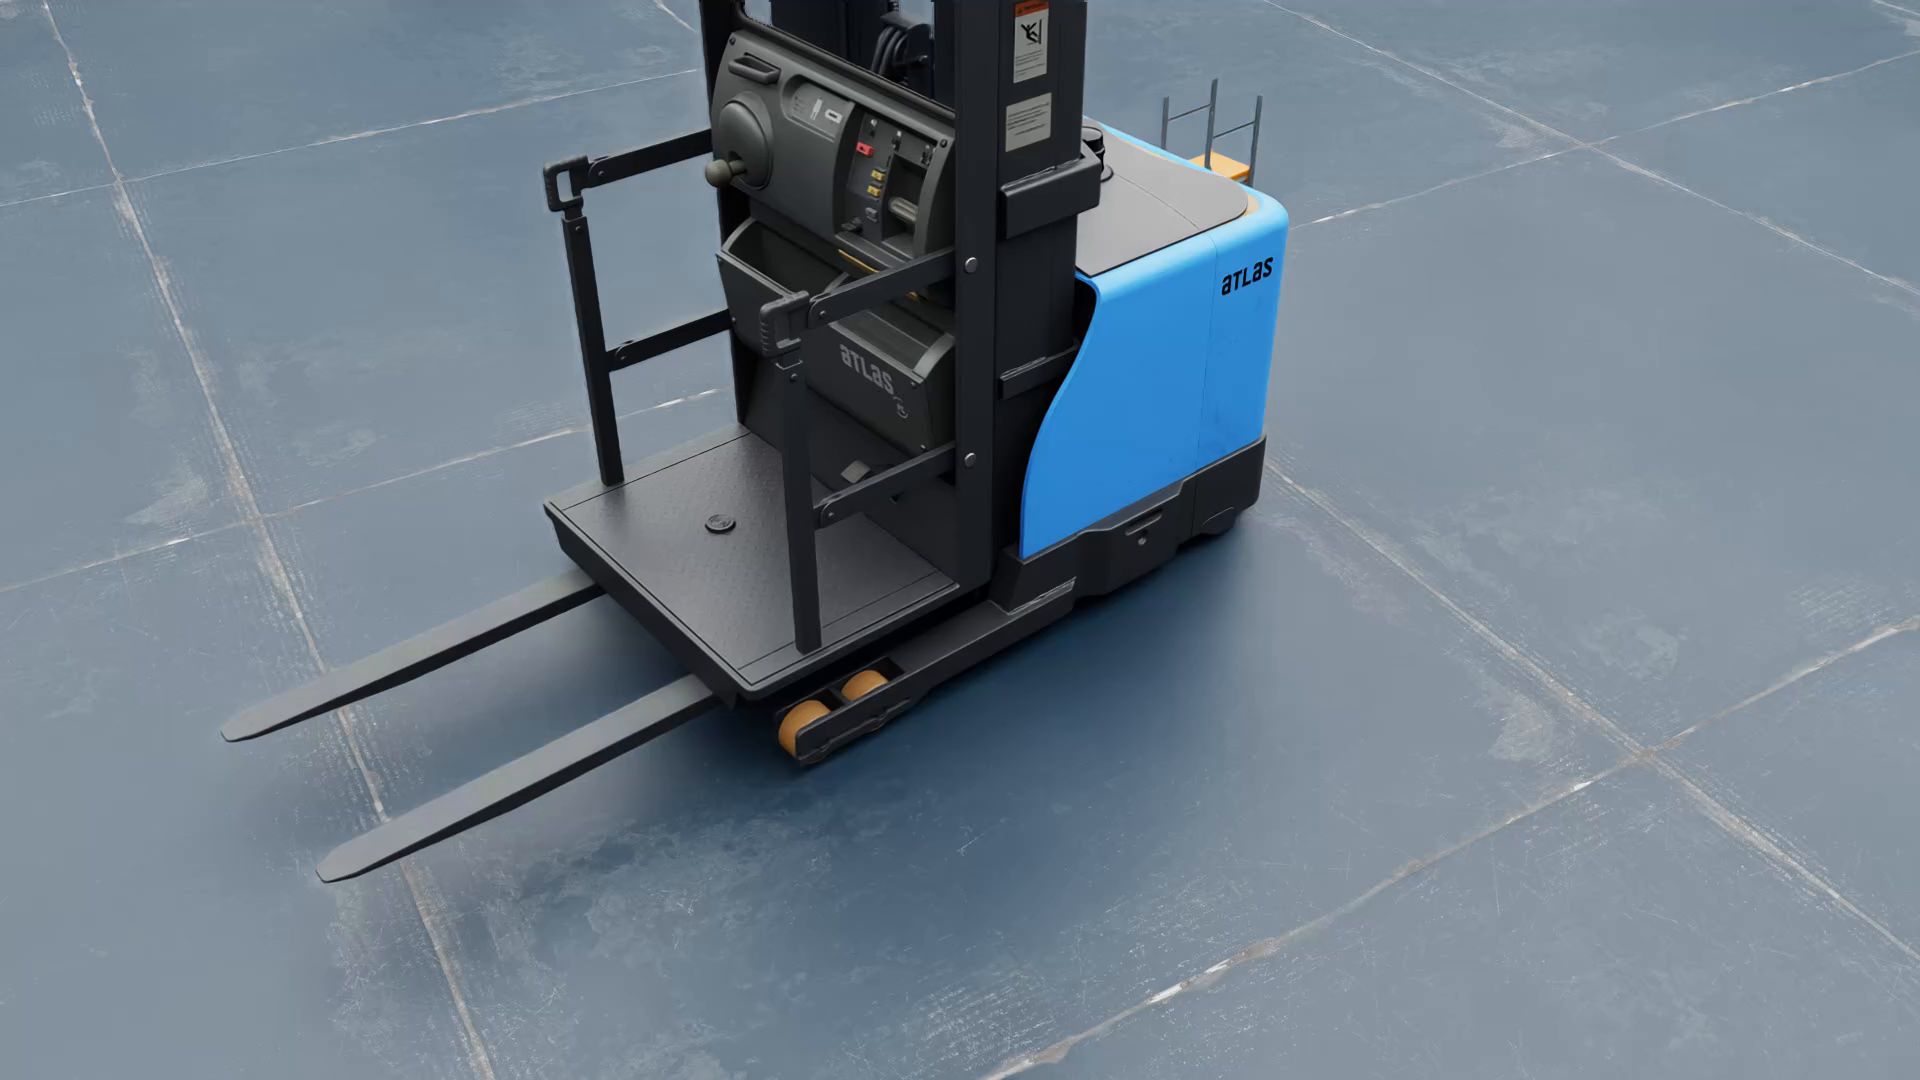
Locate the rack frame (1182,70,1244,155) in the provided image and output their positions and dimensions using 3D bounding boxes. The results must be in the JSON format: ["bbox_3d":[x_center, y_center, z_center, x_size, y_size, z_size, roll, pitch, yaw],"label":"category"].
[{"bbox_3d":[0.768,-0.946,5.511,0.240,1.200,0.006,-23,42,-35],"label":"rack frame"}]

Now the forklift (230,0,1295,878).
[{"bbox_3d":[-0.480,-0.950,4.065,3.031,2.935,1.130,-26,43,-31],"label":"forklift"}]

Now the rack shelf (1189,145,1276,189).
[{"bbox_3d":[0.847,-1.168,5.282,0.258,0.103,0.180,-23,42,-35],"label":"rack shelf"}]

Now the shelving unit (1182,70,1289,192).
[{"bbox_3d":[0.828,-0.905,5.455,0.258,1.200,0.189,-23,42,-35],"label":"shelving unit"}]

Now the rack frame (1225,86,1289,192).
[{"bbox_3d":[0.888,-0.864,5.400,0.240,1.200,0.006,-23,42,-35],"label":"rack frame"}]
